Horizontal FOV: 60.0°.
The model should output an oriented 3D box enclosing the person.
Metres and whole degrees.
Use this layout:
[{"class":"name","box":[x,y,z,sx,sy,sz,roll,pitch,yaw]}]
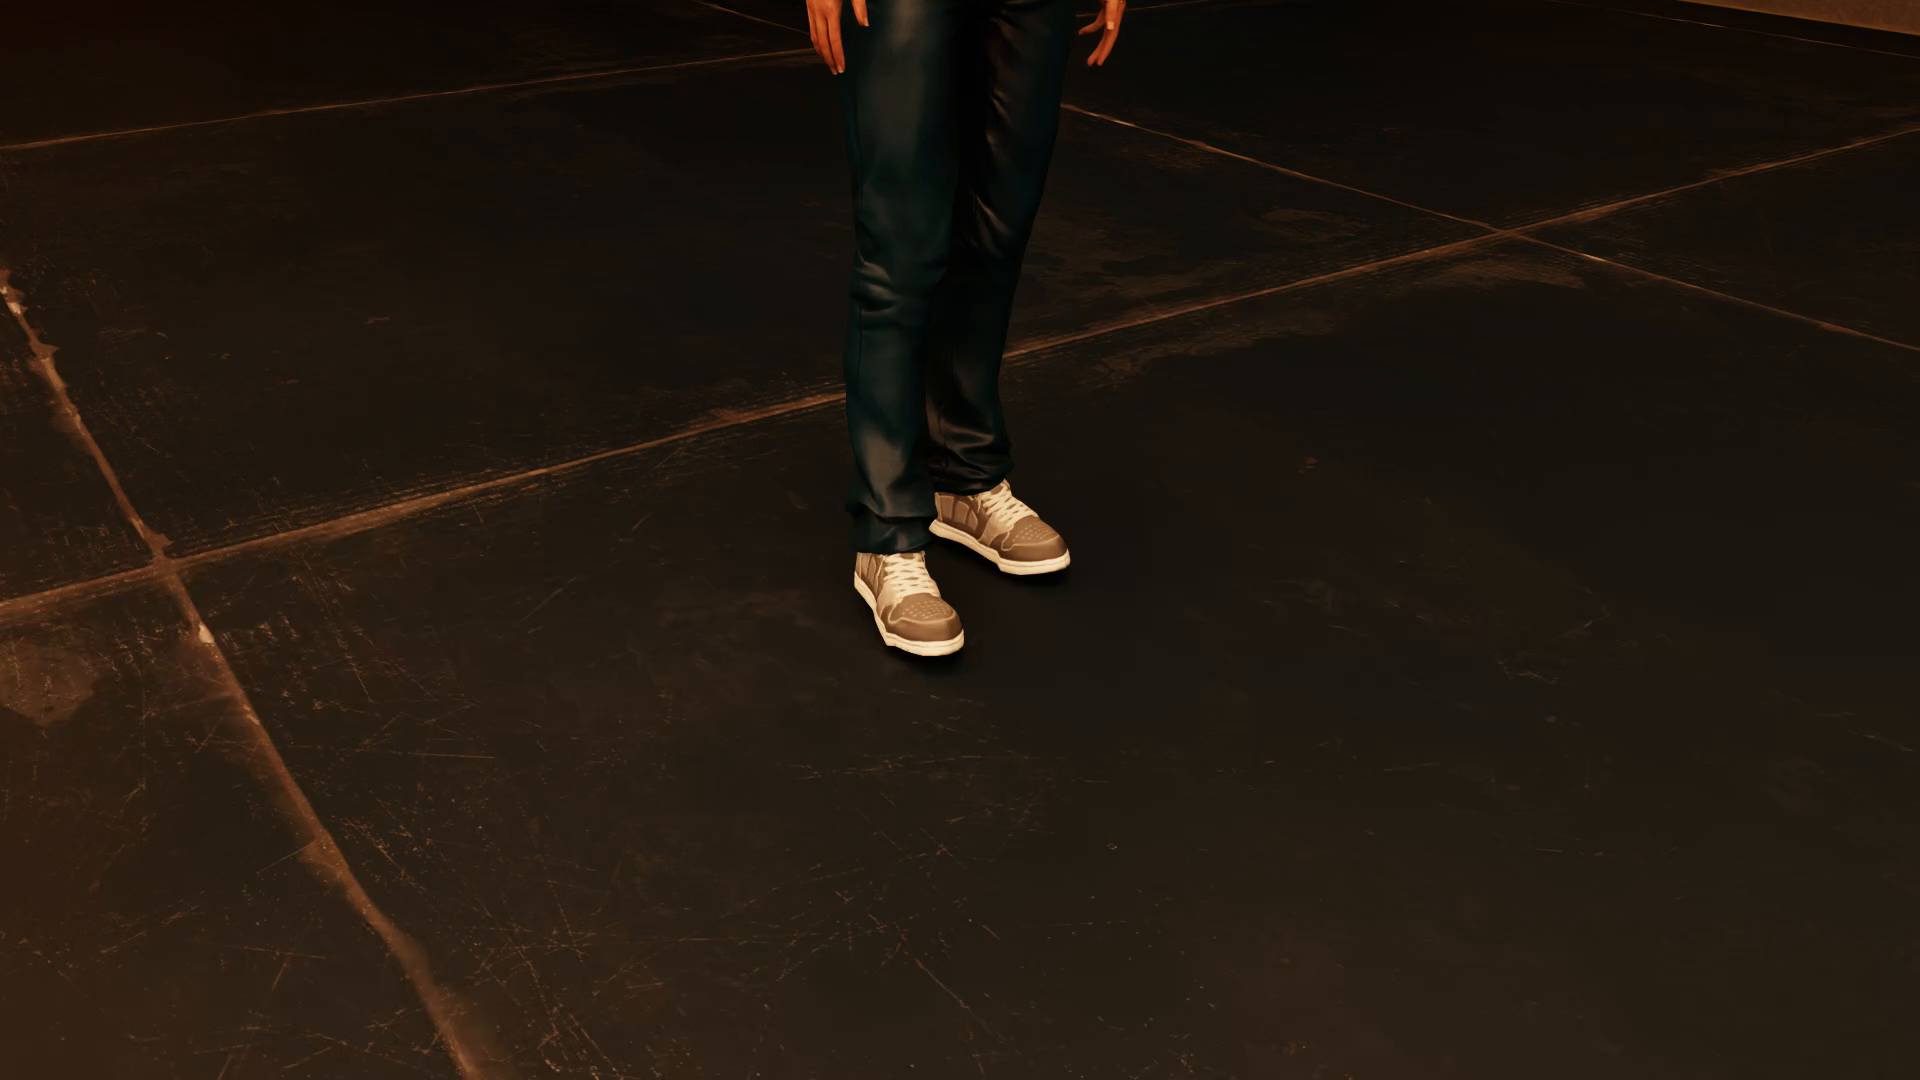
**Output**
[{"class":"person","box":[0.030,-0.690,2.077,0.520,1.597,0.476,-17,31,-31]}]
